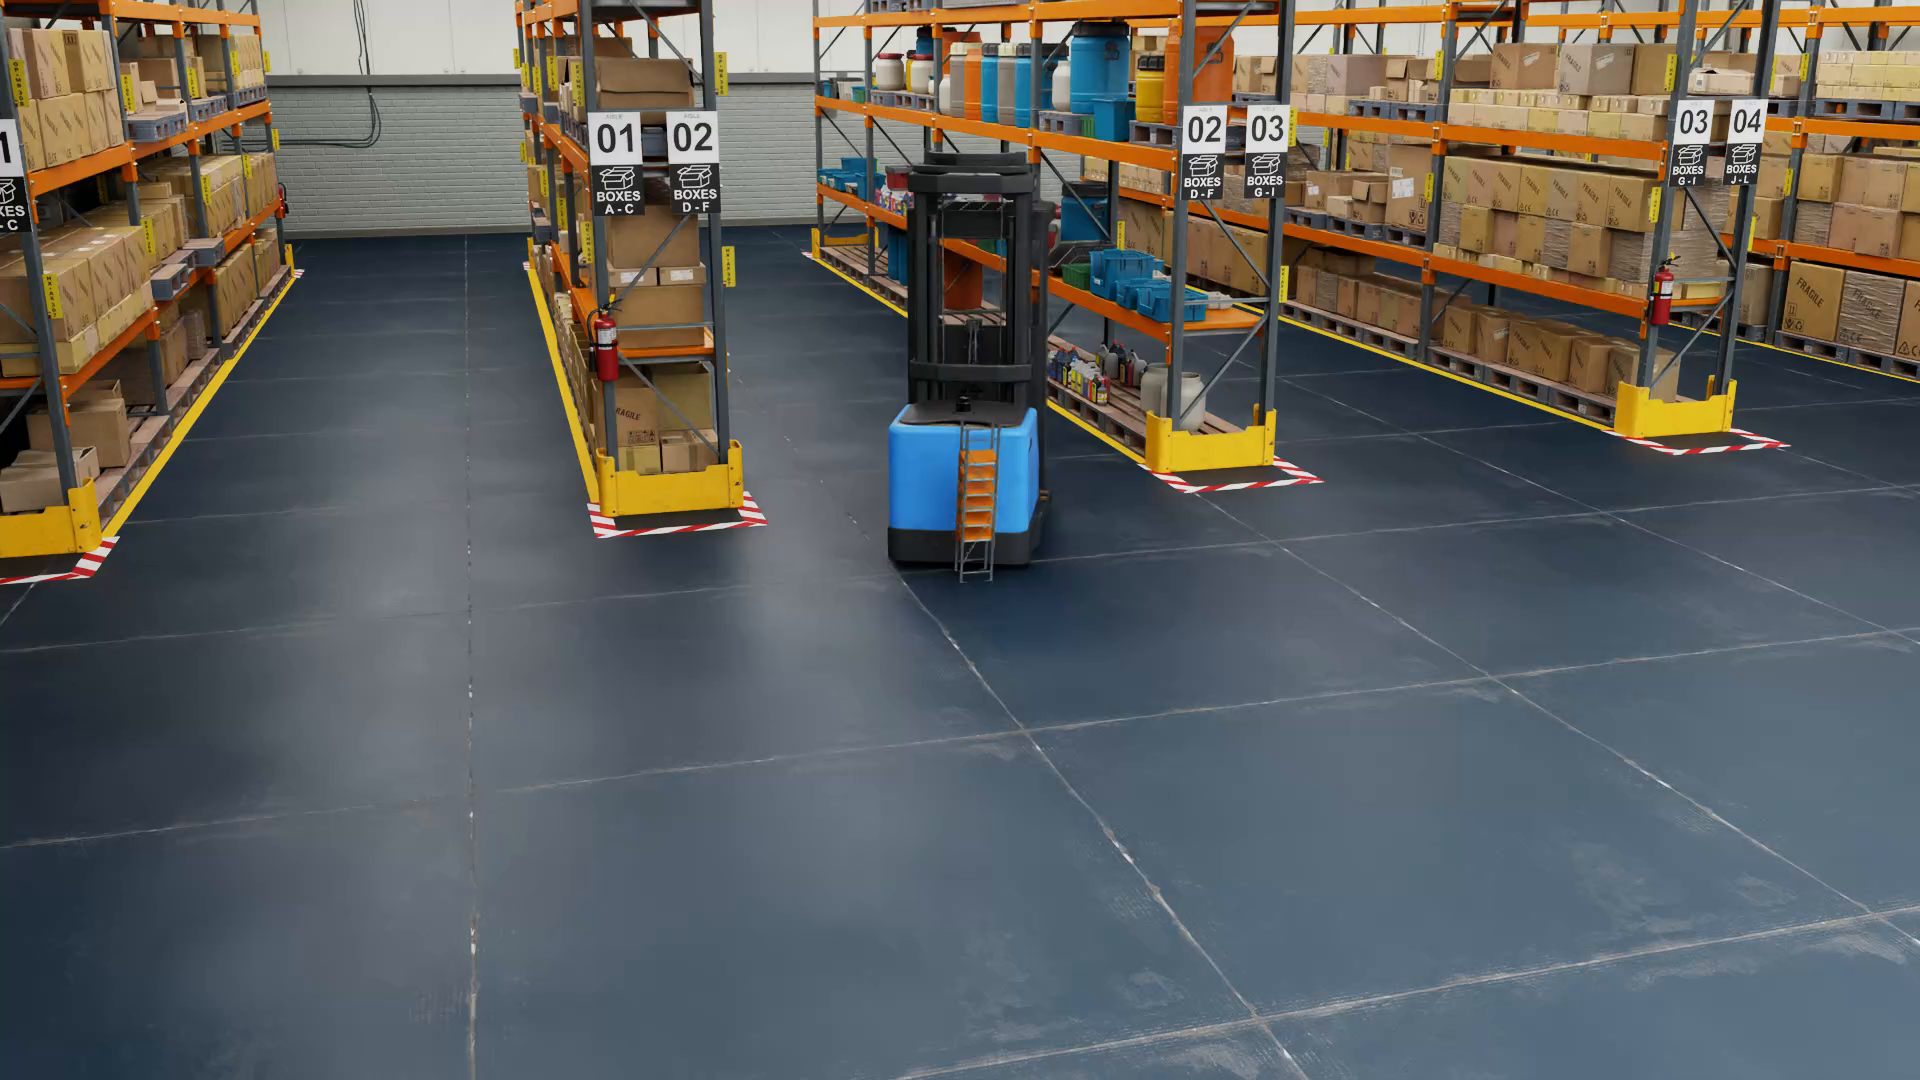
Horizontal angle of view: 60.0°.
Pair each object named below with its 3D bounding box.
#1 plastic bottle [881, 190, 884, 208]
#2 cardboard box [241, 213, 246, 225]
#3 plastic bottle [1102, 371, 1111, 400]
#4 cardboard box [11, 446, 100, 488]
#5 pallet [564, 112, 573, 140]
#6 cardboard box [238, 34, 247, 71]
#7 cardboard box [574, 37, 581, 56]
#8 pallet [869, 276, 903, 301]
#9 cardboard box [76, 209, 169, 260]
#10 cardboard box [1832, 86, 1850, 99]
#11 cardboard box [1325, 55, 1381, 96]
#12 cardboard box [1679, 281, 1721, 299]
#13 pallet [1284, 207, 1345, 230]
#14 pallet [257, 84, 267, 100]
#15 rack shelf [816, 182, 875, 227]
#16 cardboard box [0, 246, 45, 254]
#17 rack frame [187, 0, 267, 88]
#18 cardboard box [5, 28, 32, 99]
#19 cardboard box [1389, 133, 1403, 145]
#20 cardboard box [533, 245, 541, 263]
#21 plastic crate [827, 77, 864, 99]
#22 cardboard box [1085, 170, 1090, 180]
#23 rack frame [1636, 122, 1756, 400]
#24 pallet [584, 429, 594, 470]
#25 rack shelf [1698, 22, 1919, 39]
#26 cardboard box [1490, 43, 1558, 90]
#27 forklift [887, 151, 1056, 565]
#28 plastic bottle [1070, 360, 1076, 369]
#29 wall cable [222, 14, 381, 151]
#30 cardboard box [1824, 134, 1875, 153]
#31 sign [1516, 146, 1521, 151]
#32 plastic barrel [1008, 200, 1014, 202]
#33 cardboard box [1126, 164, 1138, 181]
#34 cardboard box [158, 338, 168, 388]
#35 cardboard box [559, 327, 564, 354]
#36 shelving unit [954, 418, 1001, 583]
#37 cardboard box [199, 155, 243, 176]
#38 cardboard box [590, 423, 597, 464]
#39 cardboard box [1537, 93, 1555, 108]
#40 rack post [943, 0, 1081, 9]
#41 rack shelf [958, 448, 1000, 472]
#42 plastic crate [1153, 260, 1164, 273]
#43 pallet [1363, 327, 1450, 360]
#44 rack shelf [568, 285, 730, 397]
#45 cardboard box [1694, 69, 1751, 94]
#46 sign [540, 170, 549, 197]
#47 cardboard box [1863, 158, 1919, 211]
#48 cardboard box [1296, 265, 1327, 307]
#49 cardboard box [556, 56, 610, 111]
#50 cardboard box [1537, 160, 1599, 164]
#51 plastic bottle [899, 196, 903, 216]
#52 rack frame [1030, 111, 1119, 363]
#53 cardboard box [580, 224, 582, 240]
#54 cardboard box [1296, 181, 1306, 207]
[{"bbox_3d":[-1.141,-5.140,25.074,0.097,0.271,0.097,0,17,0],"label":"plastic bottle"},{"bbox_3d":[-10.013,-4.398,22.782,0.380,0.149,0.250,-4,17,-14],"label":"cardboard box"},{"bbox_3d":[1.486,-1.576,16.941,0.061,0.283,0.133,-5,17,-15],"label":"plastic bottle"},{"bbox_3d":[-7.433,-0.608,13.671,0.500,0.311,0.500,-3,17,-11],"label":"cardboard box"},{"bbox_3d":[-3.250,-3.988,15.955,1.003,0.211,1.213,-5,17,-15],"label":"pallet"},{"bbox_3d":[-10.544,-6.982,23.821,0.500,0.500,0.500,-5,17,-16],"label":"cardboard box"},{"bbox_3d":[-3.820,-5.082,17.671,0.500,0.500,0.500,-3,17,-10],"label":"cardboard box"},{"bbox_3d":[-0.773,-3.879,25.499,1.003,0.211,1.213,-5,17,-15],"label":"pallet"},{"bbox_3d":[-8.736,-3.172,17.360,0.700,0.500,0.500,-2,17,-8],"label":"cardboard box"},{"bbox_3d":[10.659,-5.341,19.836,0.380,0.149,0.250,-5,17,-15],"label":"cardboard box"},{"bbox_3d":[5.080,-6.011,21.492,0.500,0.500,0.500,-5,17,-17],"label":"cardboard box"},{"bbox_3d":[7.266,-2.481,16.434,0.380,0.149,0.250,-5,17,-15],"label":"cardboard box"},{"bbox_3d":[5.215,-4.436,22.839,1.213,0.211,1.003,-5,17,-15],"label":"pallet"},{"bbox_3d":[-11.355,-6.944,25.796,1.003,0.211,1.213,-5,17,-15],"label":"pallet"},{"bbox_3d":[-1.494,-5.640,27.765,1.077,0.370,4.000,-5,17,-15],"label":"rack shelf"},{"bbox_3d":[-7.920,-2.161,13.856,0.500,0.500,0.500,-4,17,-14],"label":"cardboard box"},{"bbox_3d":[-11.569,-8.628,26.032,1.000,3.000,0.127,-5,17,-15],"label":"rack frame"},{"bbox_3d":[-7.045,-3.428,11.988,0.500,0.500,0.500,-6,18,-19],"label":"cardboard box"},{"bbox_3d":[7.951,-7.250,29.446,0.500,0.500,0.500,-4,17,-14],"label":"cardboard box"},{"bbox_3d":[-6.793,-4.730,27.499,0.500,0.250,0.500,-5,17,-15],"label":"cardboard box"},{"bbox_3d":[-1.888,-7.500,27.601,0.504,0.338,0.767,-5,17,-15],"label":"plastic crate"},{"bbox_3d":[2.499,-6.685,30.429,0.380,0.149,0.250,-4,17,-15],"label":"cardboard box"},{"bbox_3d":[7.116,-2.504,16.073,1.000,3.000,0.127,-5,17,-15],"label":"rack frame"},{"bbox_3d":[-2.992,-0.931,15.685,1.003,0.211,1.213,-5,17,-15],"label":"pallet"},{"bbox_3d":[13.896,-8.390,27.188,1.077,0.370,4.000,-5,17,-15],"label":"rack shelf"},{"bbox_3d":[6.385,-5.372,18.849,0.500,0.500,0.500,-5,17,-17],"label":"cardboard box"},{"bbox_3d":[0.169,-1.601,13.186,1.130,2.935,3.031,2,17,7],"label":"forklift"},{"bbox_3d":[1.205,-1.777,17.630,0.097,0.271,0.097,0,17,0],"label":"plastic bottle"},{"bbox_3d":[-12.780,-8.733,31.781,3.097,2.526,0.112,-5,17,-15],"label":"wall cable"},{"bbox_3d":[14.052,-6.149,26.297,0.500,0.500,0.500,-5,17,-17],"label":"cardboard box"},{"bbox_3d":[13.153,-9.447,39.354,0.329,0.494,0.001,-5,17,-15],"label":"sign"},{"bbox_3d":[0.759,-3.994,20.841,0.421,0.512,0.421,0,17,0],"label":"plastic barrel"},{"bbox_3d":[3.159,-6.279,28.385,0.500,0.250,0.500,-4,17,-14],"label":"cardboard box"},{"bbox_3d":[-8.680,-1.790,17.278,0.700,0.500,0.500,-5,17,-16],"label":"cardboard box"},{"bbox_3d":[-4.460,-2.368,19.672,0.500,0.250,0.500,-5,17,-17],"label":"cardboard box"},{"bbox_3d":[0.119,-0.271,11.741,0.258,1.200,0.189,-3,28,-11],"label":"shelving unit"},{"bbox_3d":[-10.096,-5.098,22.681,0.500,0.250,0.500,-4,17,-14],"label":"cardboard box"},{"bbox_3d":[-2.991,-0.868,14.678,0.500,0.250,0.500,-5,17,-15],"label":"cardboard box"},{"bbox_3d":[6.307,-4.625,17.490,0.380,0.149,0.250,-4,17,-14],"label":"cardboard box"},{"bbox_3d":[0.630,-6.725,19.352,1.013,1.000,3.121,-5,17,-15],"label":"rack post"},{"bbox_3d":[0.132,-0.550,11.595,0.258,0.103,0.180,-3,28,-11],"label":"rack shelf"},{"bbox_3d":[1.819,-2.863,17.527,0.499,0.251,0.616,-5,17,-15],"label":"plastic crate"},{"bbox_3d":[5.801,-2.490,20.874,1.003,0.211,1.213,-5,17,-15],"label":"pallet"},{"bbox_3d":[-2.960,-1.930,15.414,1.077,0.370,4.000,-5,17,-15],"label":"rack shelf"},{"bbox_3d":[10.120,-6.085,22.032,0.500,0.311,0.500,-5,18,-17],"label":"cardboard box"},{"bbox_3d":[-5.128,-4.405,20.529,0.100,0.325,0.005,-5,17,-15],"label":"sign"},{"bbox_3d":[11.161,-4.155,19.434,0.875,0.550,0.550,-5,17,-15],"label":"cardboard box"},{"bbox_3d":[5.120,-3.546,23.124,0.700,0.500,0.500,-6,18,-18],"label":"cardboard box"},{"bbox_3d":[-3.625,-4.420,16.093,0.500,0.500,0.500,-3,17,-11],"label":"cardboard box"},{"bbox_3d":[6.680,-3.900,18.293,0.500,0.500,0.500,-5,17,-15],"label":"cardboard box"},{"bbox_3d":[-0.833,-4.830,24.042,0.097,0.271,0.097,0,17,0],"label":"plastic bottle"},{"bbox_3d":[1.254,-3.219,18.453,1.000,3.000,0.127,-5,17,-15],"label":"rack frame"},{"bbox_3d":[-3.622,-3.097,16.746,0.380,0.149,0.250,-5,17,-15],"label":"cardboard box"},{"bbox_3d":[5.045,-4.920,23.945,0.500,0.500,0.500,-4,17,-14],"label":"cardboard box"}]
